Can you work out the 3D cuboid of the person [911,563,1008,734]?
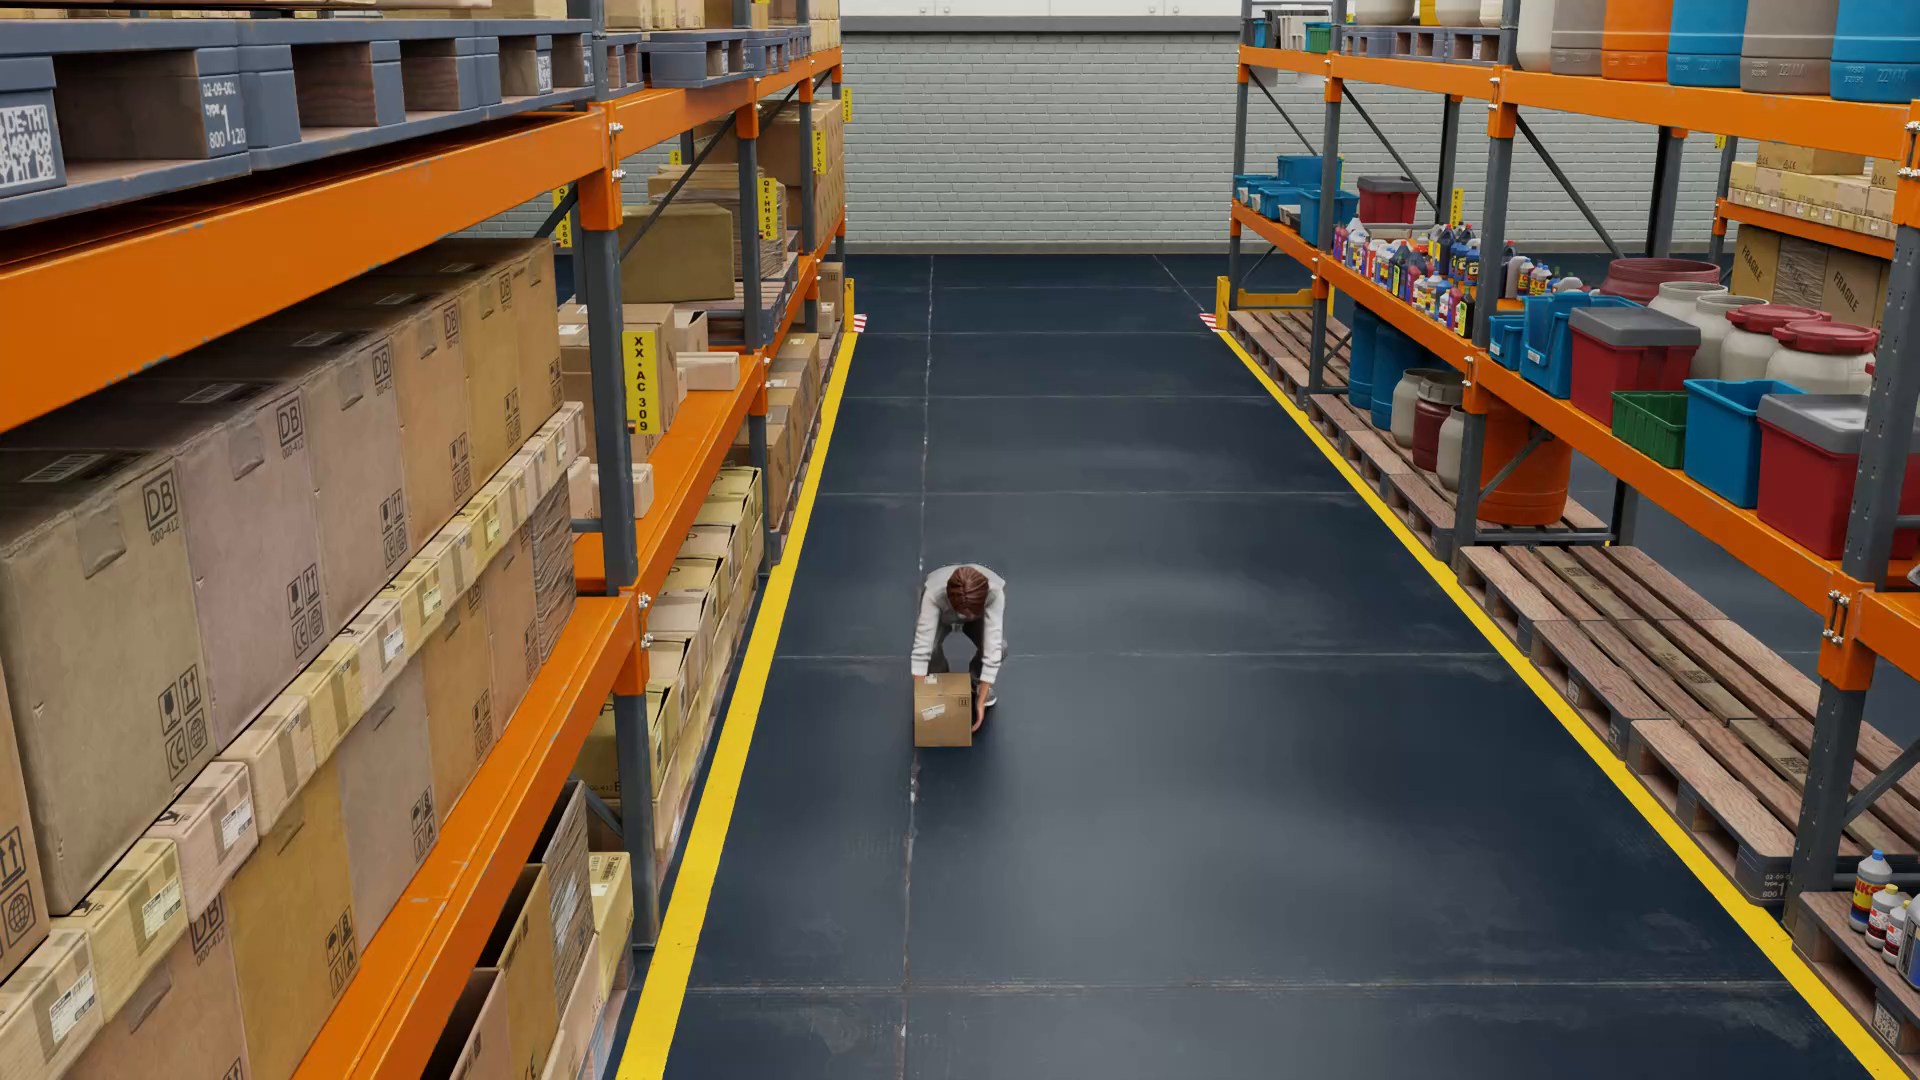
[{"bbox_3d":[0.000,0.414,7.611,0.439,0.784,0.803,0,17,0],"label":"person"}]
